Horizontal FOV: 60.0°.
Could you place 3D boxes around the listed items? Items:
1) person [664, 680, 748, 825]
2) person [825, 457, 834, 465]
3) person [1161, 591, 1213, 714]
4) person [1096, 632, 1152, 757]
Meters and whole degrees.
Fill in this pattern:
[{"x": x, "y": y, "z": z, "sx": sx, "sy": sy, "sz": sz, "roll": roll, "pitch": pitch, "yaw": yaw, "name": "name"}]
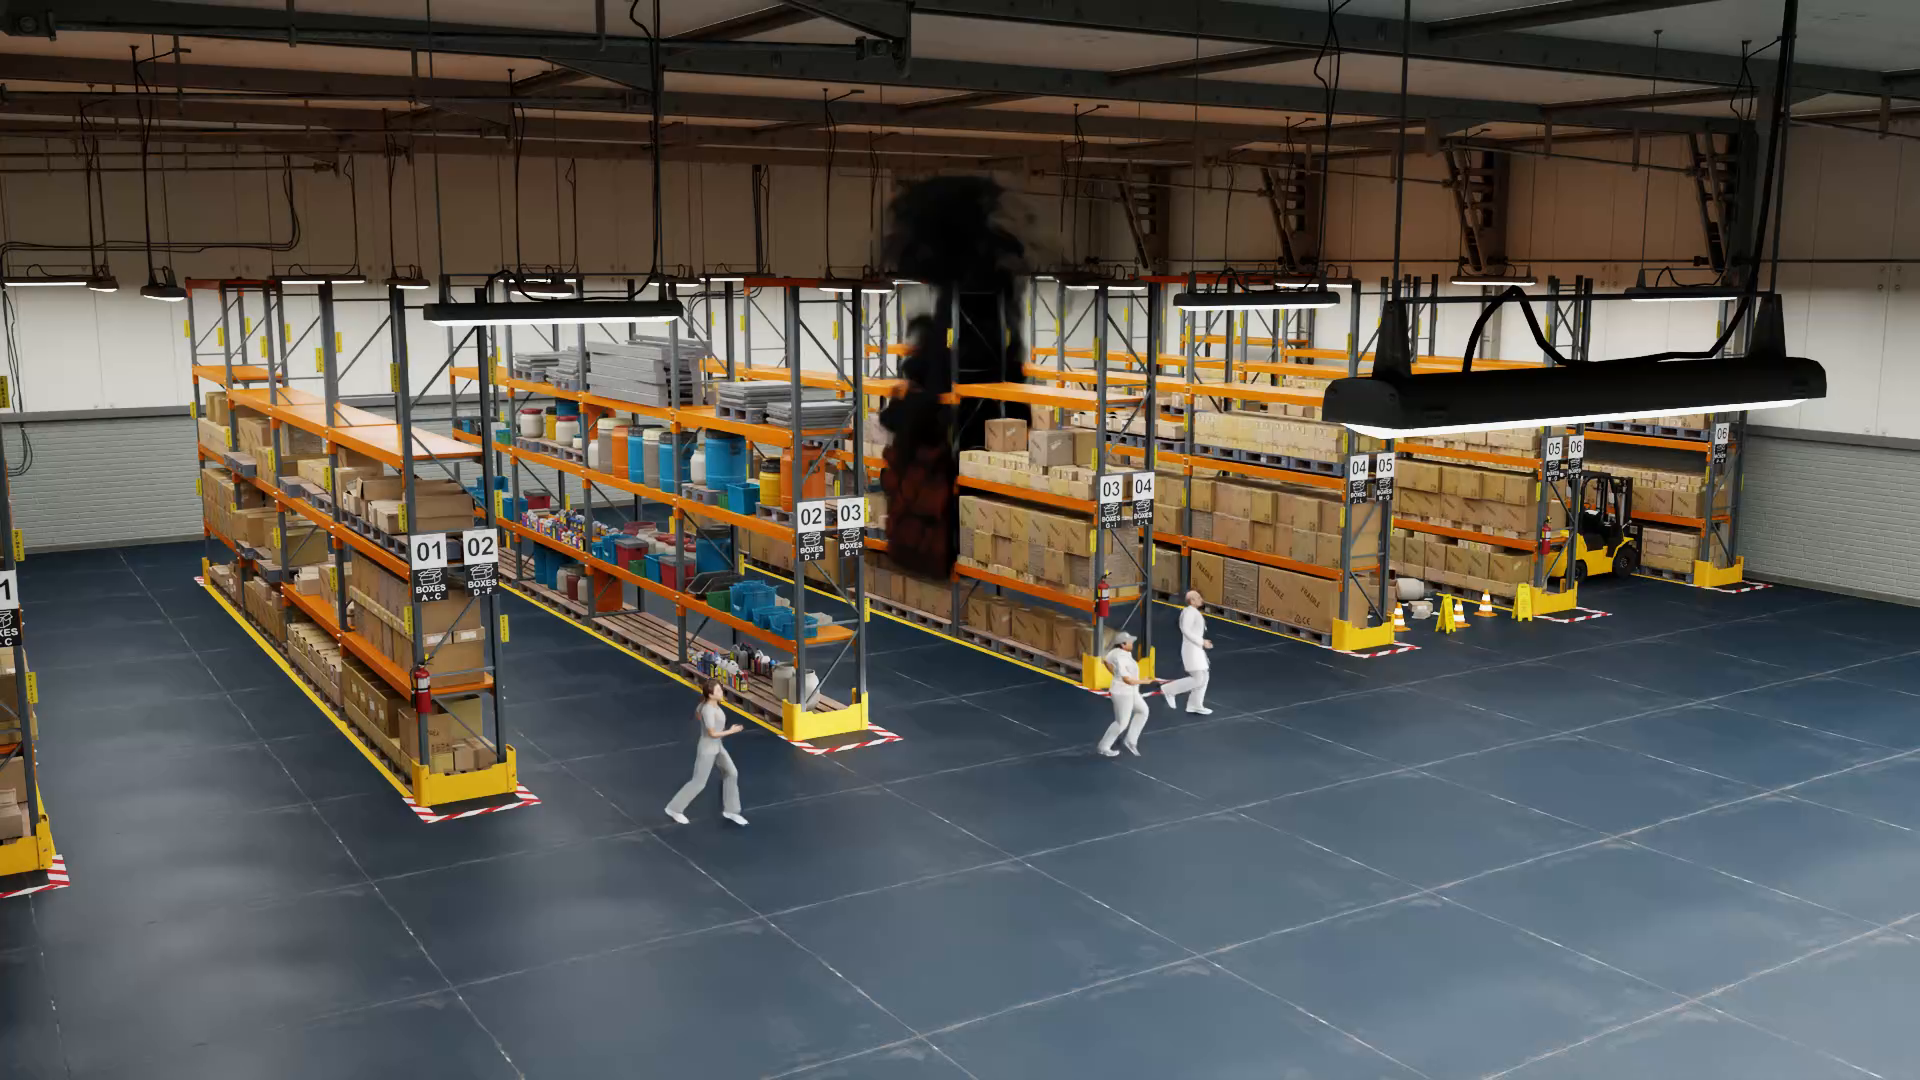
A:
[{"x": -2.866, "y": 2.403, "z": 18.711, "sx": 0.914, "sy": 1.707, "sz": 0.575, "roll": 0, "pitch": 10, "yaw": 1, "name": "person"}, {"x": -3.290, "y": -1.242, "z": 40.174, "sx": 0.691, "sy": 1.799, "sz": 0.783, "roll": 1, "pitch": 10, "yaw": 8, "name": "person"}, {"x": 3.214, "y": 1.575, "z": 23.486, "sx": 0.735, "sy": 1.745, "sz": 0.731, "roll": 1, "pitch": 10, "yaw": 8, "name": "person"}, {"x": 2.105, "y": 1.992, "z": 21.332, "sx": 0.703, "sy": 1.683, "sz": 0.611, "roll": 0, "pitch": 10, "yaw": 2, "name": "person"}]
